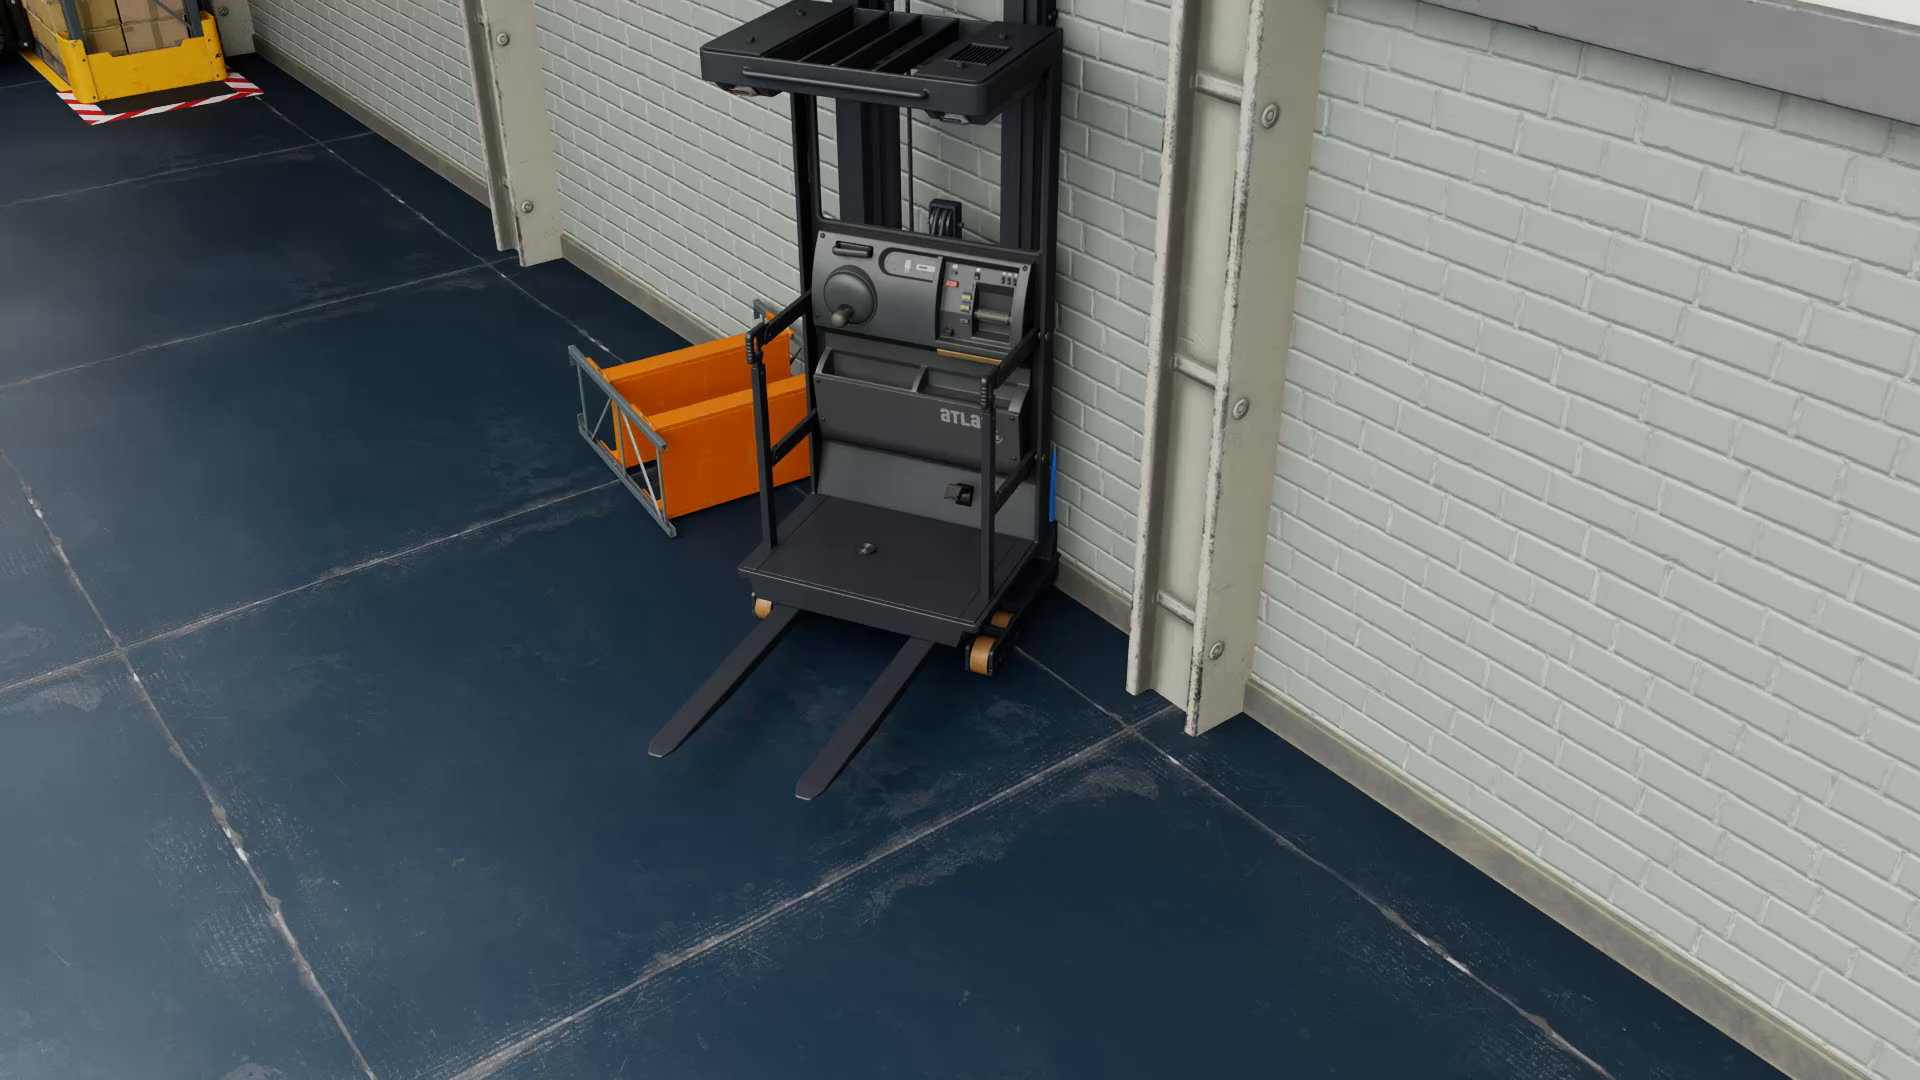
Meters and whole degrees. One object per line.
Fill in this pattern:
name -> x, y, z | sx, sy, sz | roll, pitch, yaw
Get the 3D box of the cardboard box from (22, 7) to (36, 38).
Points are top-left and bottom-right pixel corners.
cardboard box -> -7.864, -4.580, 14.489 | 0.500, 0.250, 0.500 | -22, 38, -31

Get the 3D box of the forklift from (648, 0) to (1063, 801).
forklift -> -0.243, -0.943, 6.490 | 1.130, 2.935, 3.031 | 13, 34, 19

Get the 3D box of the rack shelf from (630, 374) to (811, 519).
rack shelf -> -1.045, -0.497, 8.018 | 1.000, 0.538, 0.278 | -19, 39, -27

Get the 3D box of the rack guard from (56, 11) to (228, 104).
rack guard -> -6.714, -3.982, 13.688 | 1.175, 0.500, 0.348 | -22, 38, -31

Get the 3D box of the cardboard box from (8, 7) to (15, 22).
cardboard box -> -8.200, -4.789, 14.826 | 0.500, 0.250, 0.500 | -21, 38, -30

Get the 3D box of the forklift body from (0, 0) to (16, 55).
forklift body -> -9.333, -4.893, 13.590 | 2.313, 2.155, 1.214 | -22, 38, -31

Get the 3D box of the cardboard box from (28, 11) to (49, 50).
cardboard box -> -7.564, -4.368, 14.148 | 0.500, 0.250, 0.500 | -22, 38, -31

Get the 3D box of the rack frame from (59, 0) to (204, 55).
rack frame -> -6.729, -5.054, 13.044 | 1.000, 3.000, 0.127 | -22, 38, -31

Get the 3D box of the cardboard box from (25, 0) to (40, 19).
cardboard box -> -7.573, -4.591, 14.033 | 0.500, 0.250, 0.500 | -23, 38, -32

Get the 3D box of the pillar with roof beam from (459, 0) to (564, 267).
pillar with roof beam -> -6.165, -4.291, 6.129 | 9.100, 9.000, 0.400 | -22, 38, -31

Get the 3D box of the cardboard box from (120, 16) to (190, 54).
cardboard box -> -6.876, -4.332, 14.090 | 0.500, 0.250, 0.500 | -22, 38, -31

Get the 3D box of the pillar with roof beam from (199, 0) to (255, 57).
pillar with roof beam -> -9.845, -6.791, 10.156 | 9.100, 9.000, 0.400 | -22, 38, -31

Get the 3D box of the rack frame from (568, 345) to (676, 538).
rack frame -> -1.632, -0.489, 7.994 | 0.032, 0.500, 1.125 | -19, 39, -27

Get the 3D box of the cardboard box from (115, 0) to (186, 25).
cardboard box -> -6.853, -4.540, 13.951 | 0.500, 0.250, 0.500 | -21, 38, -31

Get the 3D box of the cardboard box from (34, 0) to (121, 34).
cardboard box -> -7.274, -4.378, 13.691 | 0.500, 0.250, 0.500 | -23, 38, -32

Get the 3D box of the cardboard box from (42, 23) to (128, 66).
cardboard box -> -7.267, -4.158, 13.810 | 0.500, 0.250, 0.500 | -22, 38, -31

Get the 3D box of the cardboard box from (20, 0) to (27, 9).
cardboard box -> -7.907, -4.799, 14.368 | 0.500, 0.250, 0.500 | -23, 39, -32

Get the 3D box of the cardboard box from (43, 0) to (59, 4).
cardboard box -> -7.258, -4.580, 13.542 | 0.500, 0.250, 0.500 | -21, 37, -30

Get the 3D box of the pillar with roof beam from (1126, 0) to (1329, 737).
pillar with roof beam -> -2.486, -1.790, 2.103 | 9.100, 9.000, 0.400 | -22, 38, -31

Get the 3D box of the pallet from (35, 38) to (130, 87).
pallet -> -7.231, -4.175, 14.271 | 1.003, 0.211, 1.213 | -22, 38, -31

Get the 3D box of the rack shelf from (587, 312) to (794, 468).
rack shelf -> -1.333, -0.753, 8.393 | 1.000, 0.538, 0.278 | -19, 39, -27

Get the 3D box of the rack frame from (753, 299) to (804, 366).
rack frame -> -0.772, -0.784, 8.451 | 0.032, 0.500, 1.125 | -19, 39, -27

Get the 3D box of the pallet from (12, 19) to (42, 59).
pallet -> -7.975, -4.683, 15.089 | 1.003, 0.211, 1.213 | -22, 38, -31

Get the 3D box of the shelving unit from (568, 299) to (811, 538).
shelving unit -> -1.202, -0.637, 8.222 | 1.048, 0.538, 1.125 | -19, 39, -27
